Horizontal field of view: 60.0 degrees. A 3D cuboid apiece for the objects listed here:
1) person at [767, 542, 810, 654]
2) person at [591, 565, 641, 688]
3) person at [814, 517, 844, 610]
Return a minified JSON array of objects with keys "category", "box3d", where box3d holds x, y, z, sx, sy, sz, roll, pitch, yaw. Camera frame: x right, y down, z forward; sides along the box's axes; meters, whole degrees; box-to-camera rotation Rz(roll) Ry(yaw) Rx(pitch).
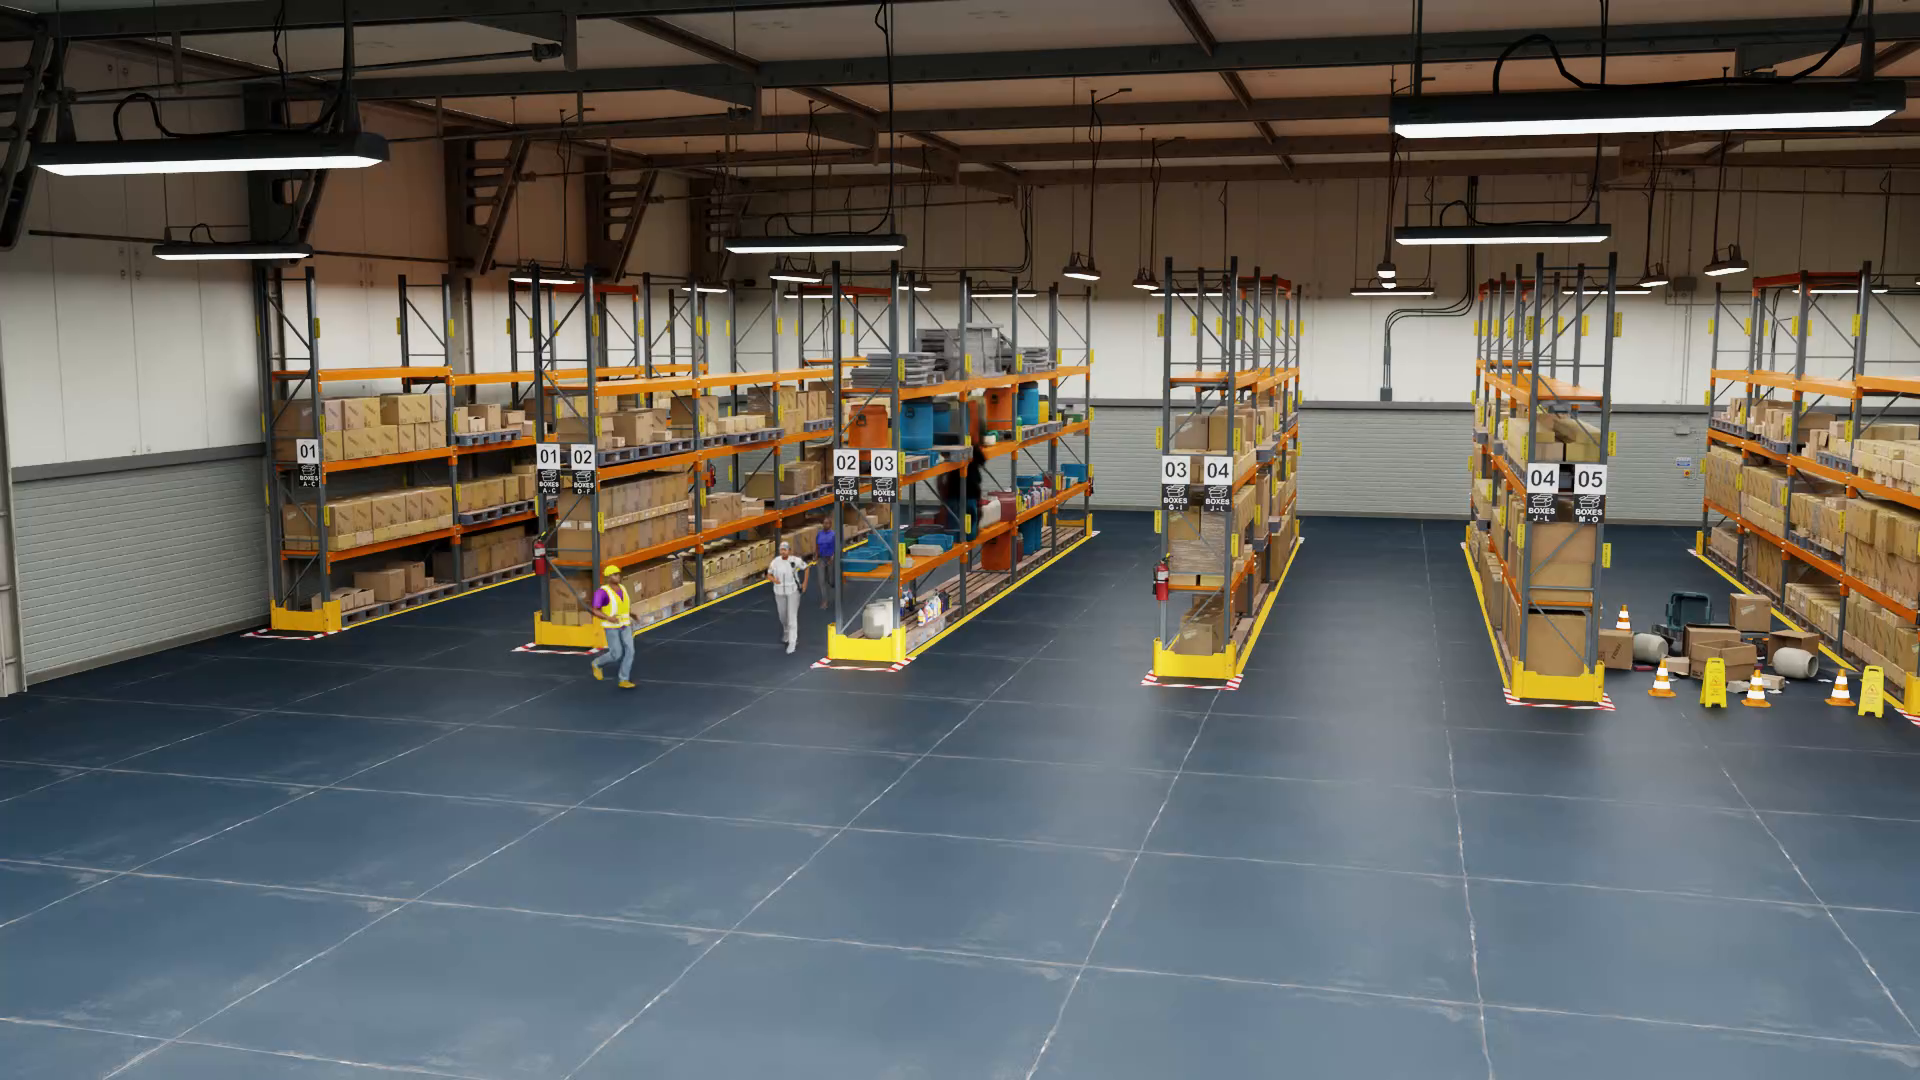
[{"category":"person","box3d":[-2.713,0.861,26.128,0.647,1.701,0.890,1,7,9]},{"category":"person","box3d":[-4.832,1.206,23.266,0.713,1.722,0.707,5,9,34]},{"category":"person","box3d":[-2.371,0.400,30.020,0.590,1.640,0.743,2,8,15]}]
